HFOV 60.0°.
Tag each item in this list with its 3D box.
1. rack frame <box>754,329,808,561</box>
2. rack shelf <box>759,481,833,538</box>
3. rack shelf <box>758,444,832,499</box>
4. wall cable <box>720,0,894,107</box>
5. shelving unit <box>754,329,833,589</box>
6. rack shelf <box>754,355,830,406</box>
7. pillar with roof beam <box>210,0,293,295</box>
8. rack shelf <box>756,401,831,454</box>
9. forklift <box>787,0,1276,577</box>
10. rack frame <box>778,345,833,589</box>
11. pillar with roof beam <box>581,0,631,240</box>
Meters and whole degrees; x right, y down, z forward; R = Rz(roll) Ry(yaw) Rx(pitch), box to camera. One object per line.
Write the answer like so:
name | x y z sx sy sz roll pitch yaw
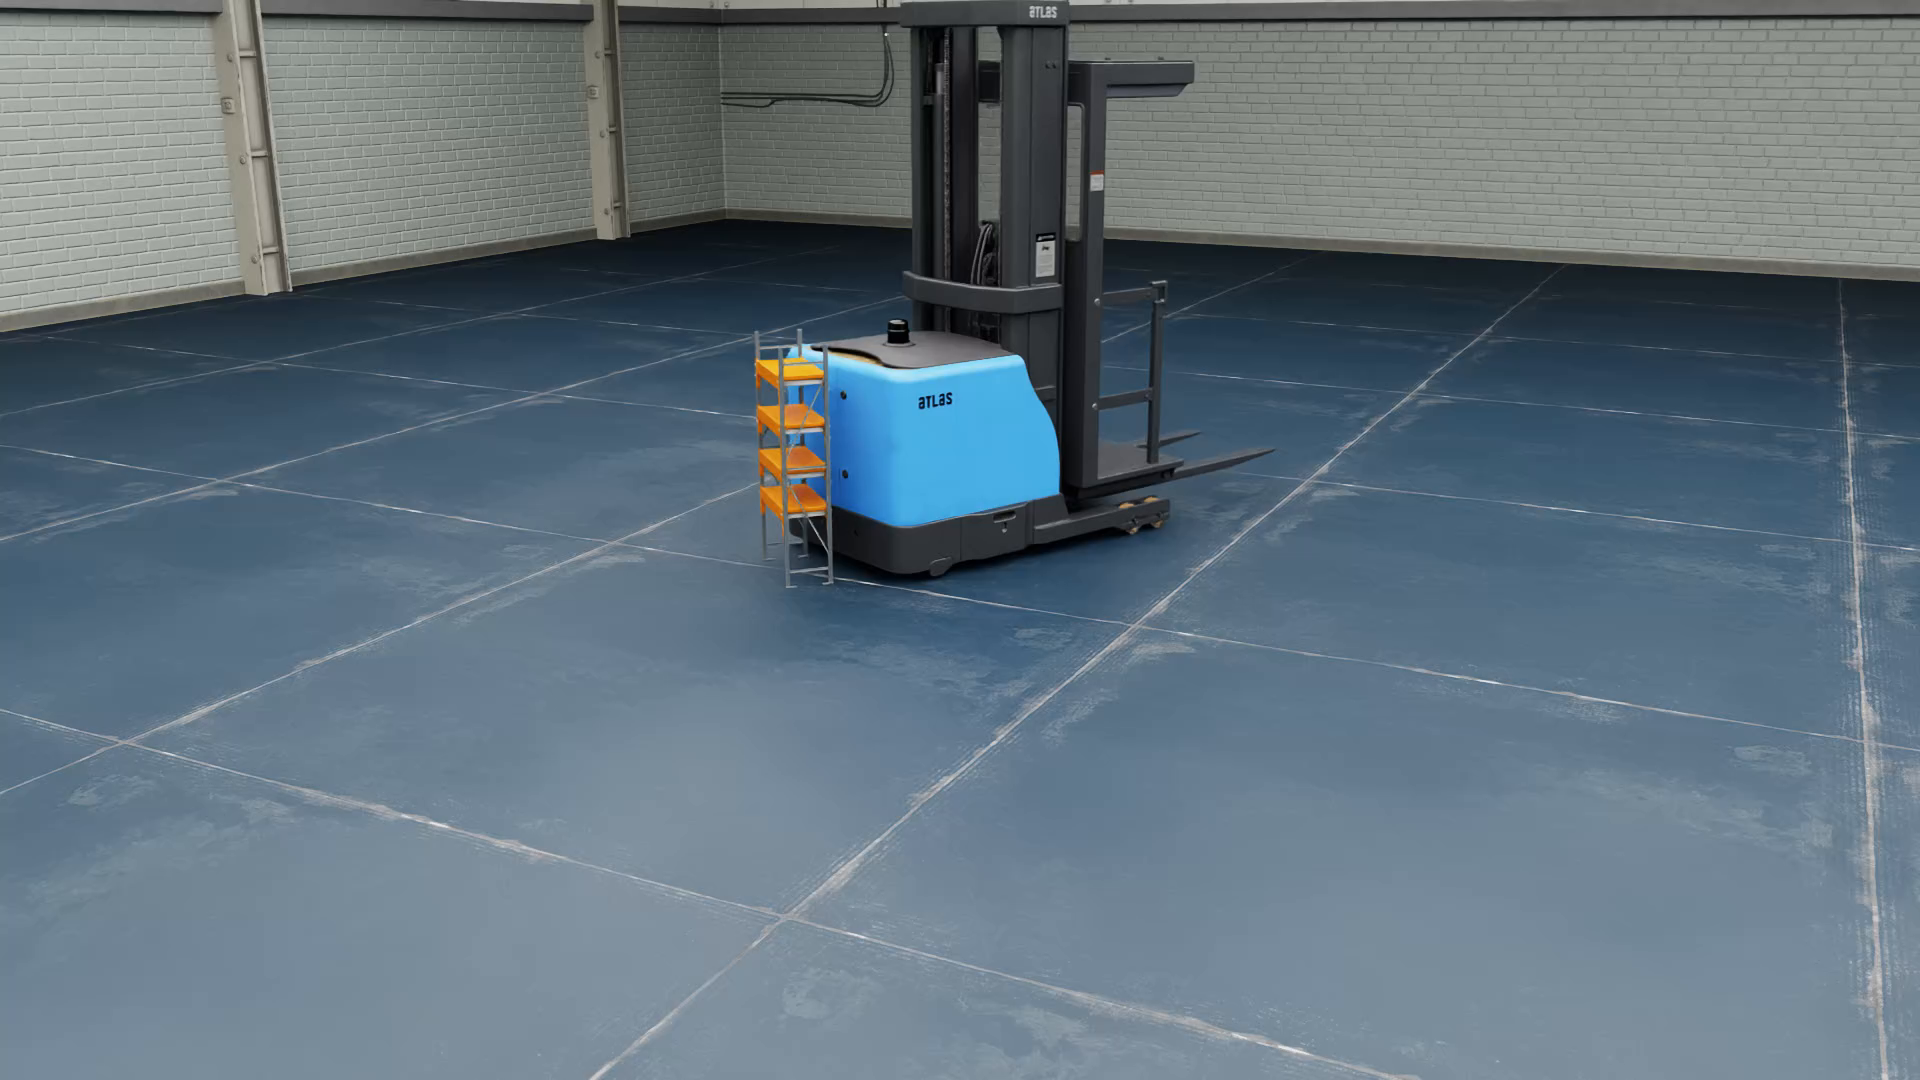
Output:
rack frame | -0.914 -0.478 8.526 0.240 1.200 0.015 -6 18 -19
rack shelf | -0.831 -0.158 8.382 0.258 0.148 0.480 -6 18 -19
rack shelf | -0.831 -0.348 8.325 0.258 0.148 0.480 -6 18 -19
wall cable | -2.351 -7.634 24.377 3.097 2.526 0.112 8 18 25
shelving unit | -0.831 -0.413 8.306 0.258 1.200 0.503 -6 18 -19
rack shelf | -0.831 -0.789 8.194 0.258 0.148 0.480 -6 18 -19
pillar with roof beam | -3.680 -6.465 14.985 9.100 9.000 0.400 8 18 25
rack shelf | -0.831 -0.562 8.261 0.258 0.148 0.480 -6 18 -19
forklift | 0.545 -1.545 9.078 3.031 2.935 1.130 -13 21 -38
rack frame | -0.748 -0.347 8.086 0.240 1.200 0.015 -6 18 -19
pillar with roof beam | -0.999 -7.993 20.131 9.100 9.000 0.400 8 18 25
